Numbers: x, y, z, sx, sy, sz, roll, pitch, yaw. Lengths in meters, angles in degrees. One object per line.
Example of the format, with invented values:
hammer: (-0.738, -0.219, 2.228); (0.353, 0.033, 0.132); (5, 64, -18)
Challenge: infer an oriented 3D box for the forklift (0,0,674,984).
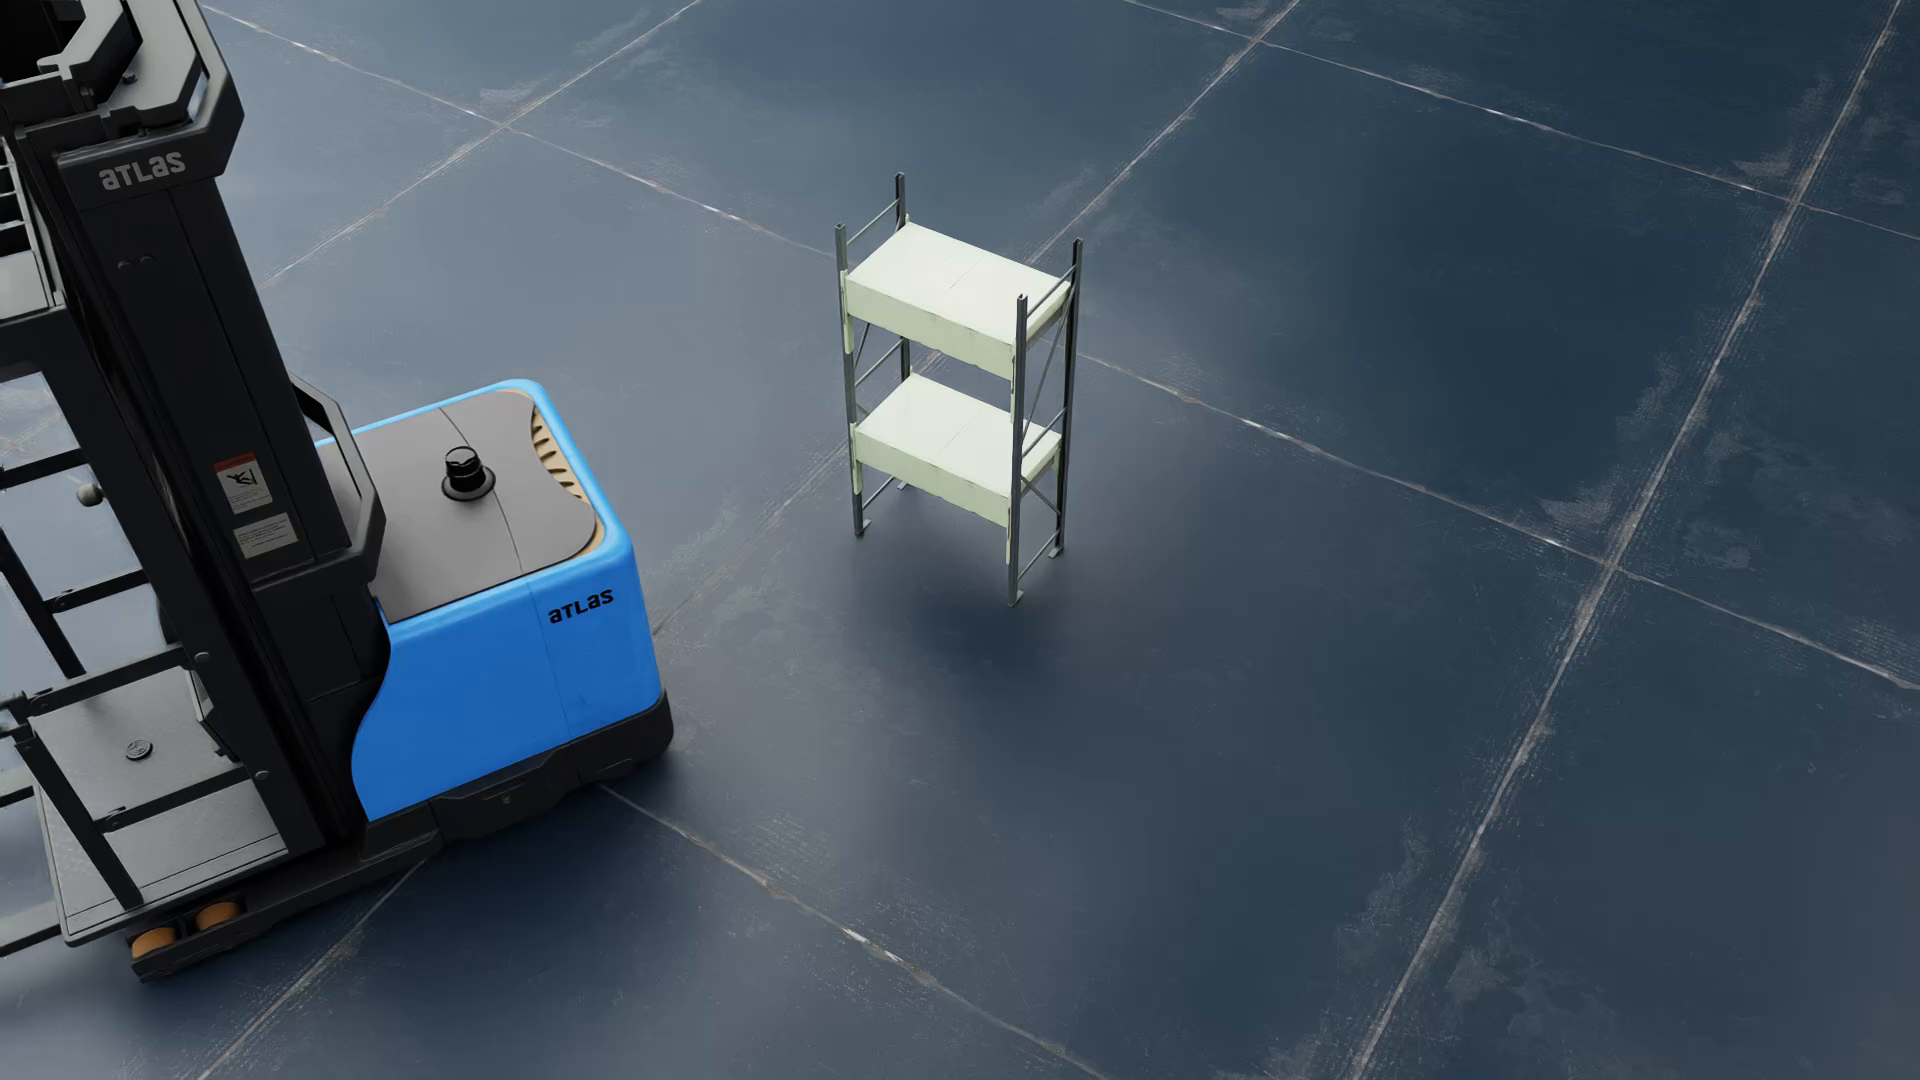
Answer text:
forklift: (-2.569, -0.048, 4.753); (3.031, 2.935, 1.130); (-22, 50, -20)

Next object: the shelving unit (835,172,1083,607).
shelving unit: (-0.006, -0.525, 6.215); (0.755, 1.500, 0.431); (25, 51, 22)

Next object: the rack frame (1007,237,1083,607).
rack frame: (0.302, -0.384, 6.077); (0.023, 1.500, 0.400); (25, 51, 22)

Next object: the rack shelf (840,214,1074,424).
rack shelf: (-0.006, -0.797, 5.935); (0.720, 0.370, 0.431); (25, 51, 22)

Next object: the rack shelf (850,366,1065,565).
rack shelf: (-0.006, -0.298, 6.448); (0.720, 0.370, 0.431); (25, 51, 22)

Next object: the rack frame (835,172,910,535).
rack frame: (-0.314, -0.667, 6.352); (0.023, 1.500, 0.400); (25, 51, 22)
